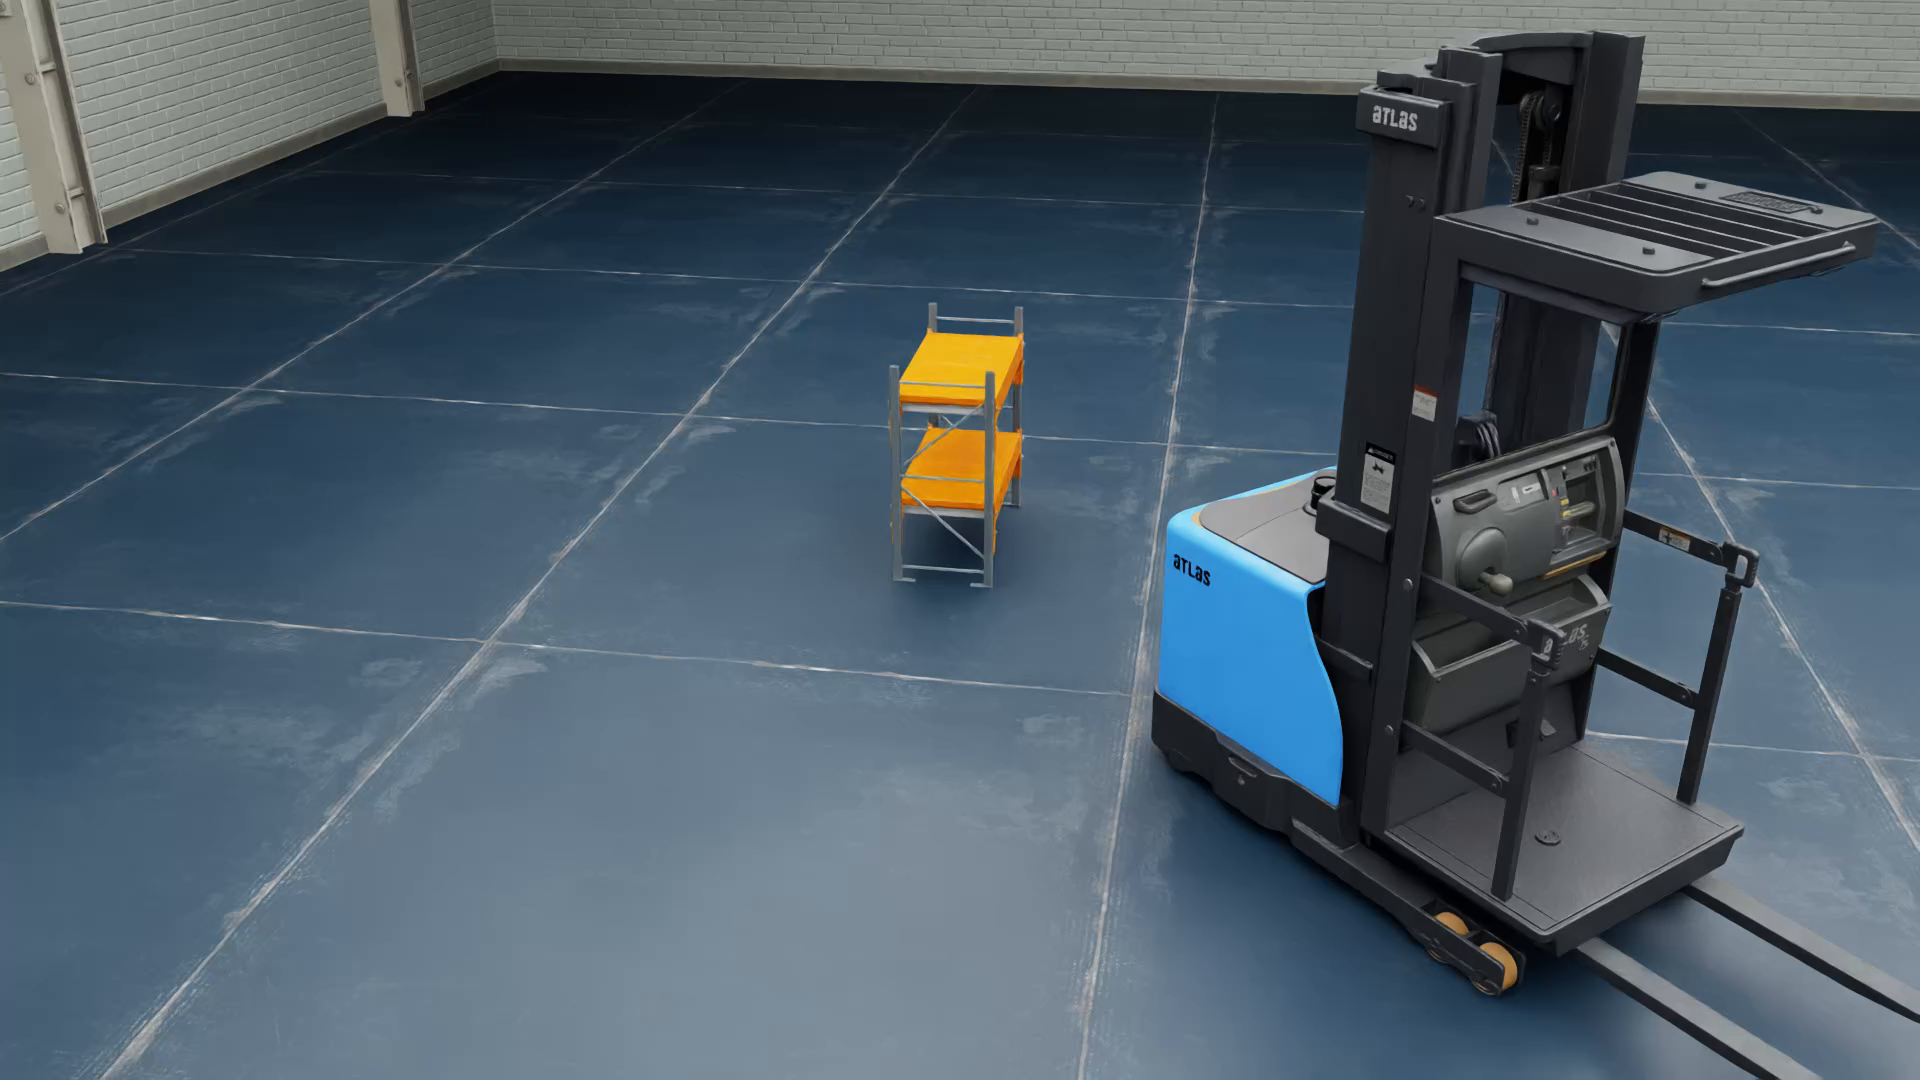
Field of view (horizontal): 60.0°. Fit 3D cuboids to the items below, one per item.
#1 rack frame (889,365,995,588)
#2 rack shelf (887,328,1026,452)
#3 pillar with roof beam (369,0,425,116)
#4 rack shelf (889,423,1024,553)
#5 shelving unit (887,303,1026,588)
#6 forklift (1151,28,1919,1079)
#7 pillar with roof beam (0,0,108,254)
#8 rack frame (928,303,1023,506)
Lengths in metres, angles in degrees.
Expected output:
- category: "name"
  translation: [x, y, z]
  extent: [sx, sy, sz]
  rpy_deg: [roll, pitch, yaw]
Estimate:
- category: "rack frame"
  translation: [-0.084, -0.294, 8.051]
  extent: [0.500, 1.125, 0.032]
  rpy_deg: [4, 25, 9]
- category: "rack shelf"
  translation: [-0.001, -0.772, 8.381]
  extent: [0.538, 0.278, 1.000]
  rpy_deg: [4, 25, 9]
- category: "pillar with roof beam"
  translation: [-2.220, -8.759, 16.848]
  extent: [9.100, 9.000, 0.400]
  rpy_deg: [4, 25, 9]
- category: "rack shelf"
  translation: [-0.001, -0.285, 8.609]
  extent: [0.538, 0.278, 1.000]
  rpy_deg: [4, 25, 9]
- category: "shelving unit"
  translation: [-0.001, -0.507, 8.505]
  extent: [0.538, 1.125, 1.048]
  rpy_deg: [4, 25, 9]
- category: "forklift"
  translation: [2.024, -0.050, 5.399]
  extent: [1.130, 2.935, 3.031]
  rpy_deg: [-16, 29, -30]
- category: "pillar with roof beam"
  translation: [-3.201, -6.250, 11.487]
  extent: [9.100, 9.000, 0.400]
  rpy_deg: [4, 25, 9]
- category: "rack frame"
  translation: [0.082, -0.719, 8.960]
  extent: [0.500, 1.125, 0.032]
  rpy_deg: [4, 25, 9]
